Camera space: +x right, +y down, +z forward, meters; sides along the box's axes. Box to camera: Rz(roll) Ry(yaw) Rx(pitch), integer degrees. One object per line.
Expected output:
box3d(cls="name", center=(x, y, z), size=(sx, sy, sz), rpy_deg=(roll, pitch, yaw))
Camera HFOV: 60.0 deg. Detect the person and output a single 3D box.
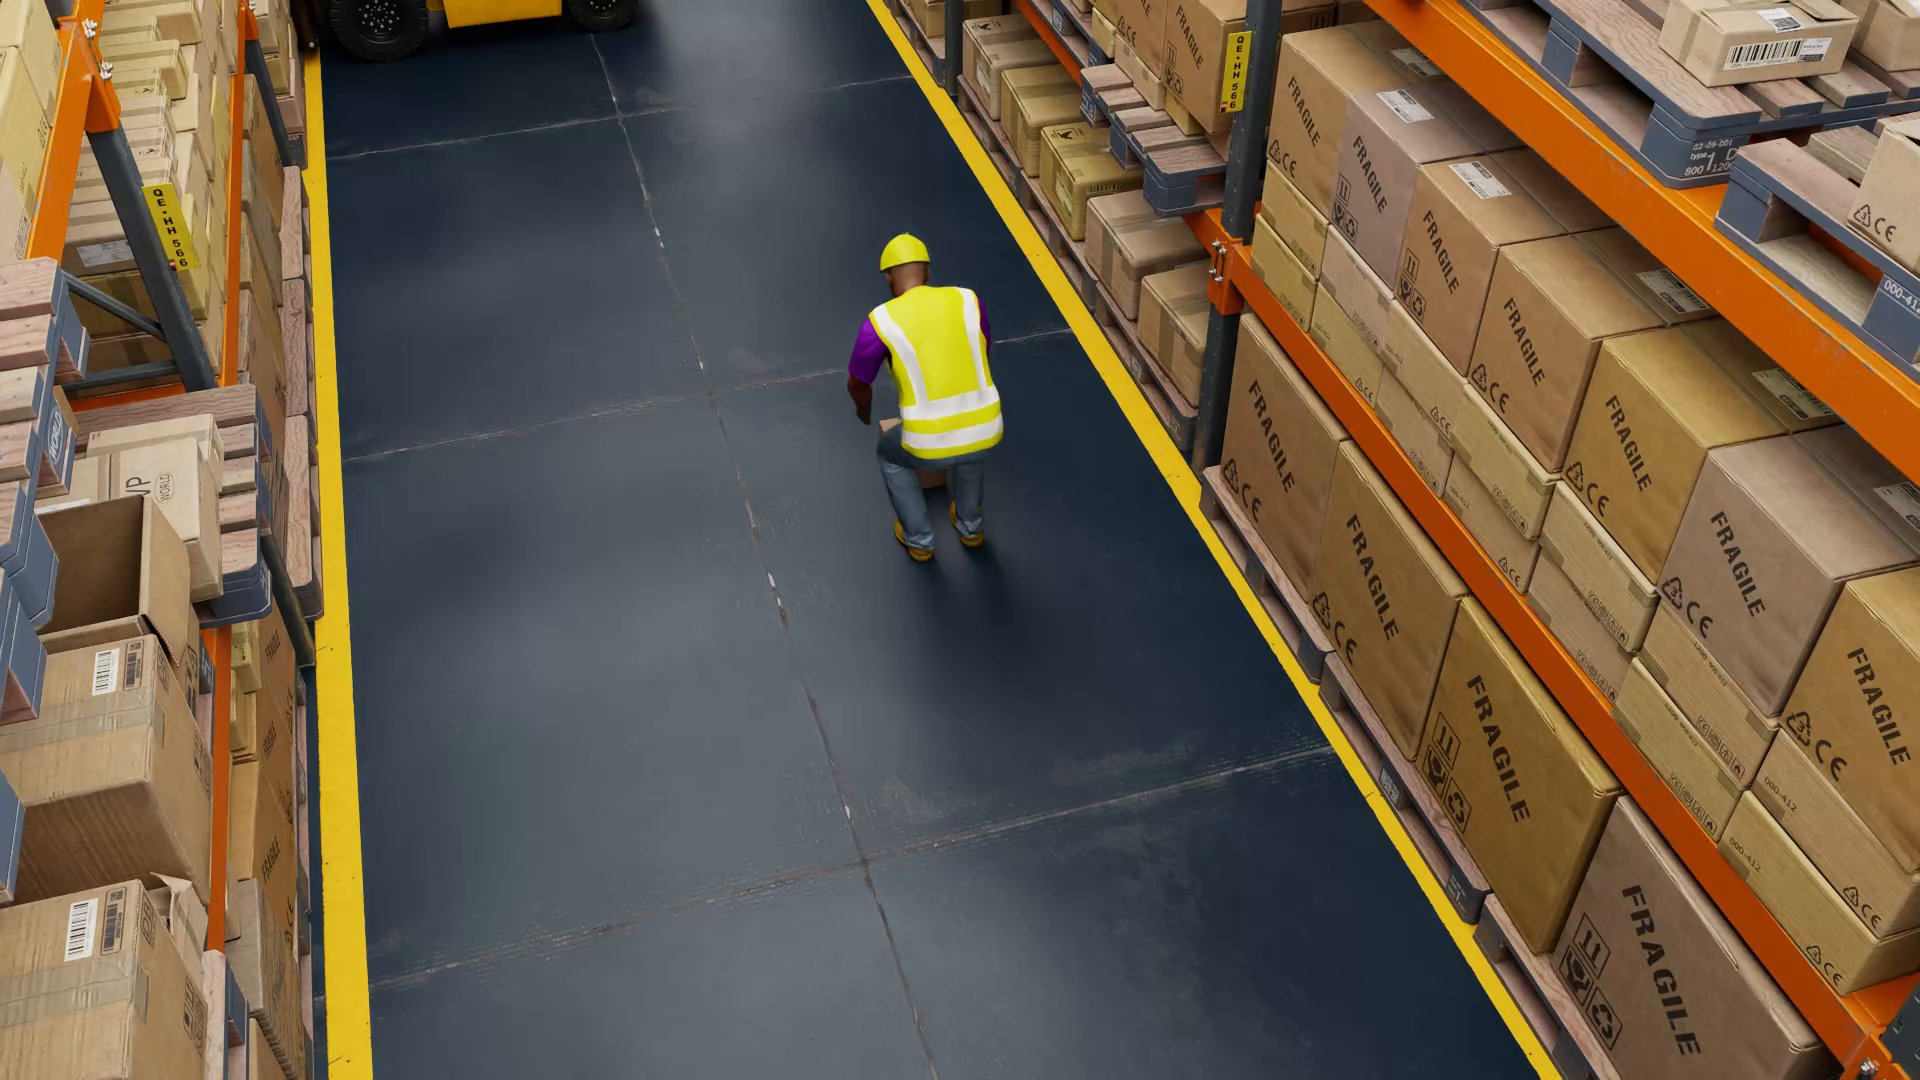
box3d(cls="person", center=(-0.141, -0.557, 7.056), size=(0.631, 1.373, 0.779), rpy_deg=(-12, 43, -13))
